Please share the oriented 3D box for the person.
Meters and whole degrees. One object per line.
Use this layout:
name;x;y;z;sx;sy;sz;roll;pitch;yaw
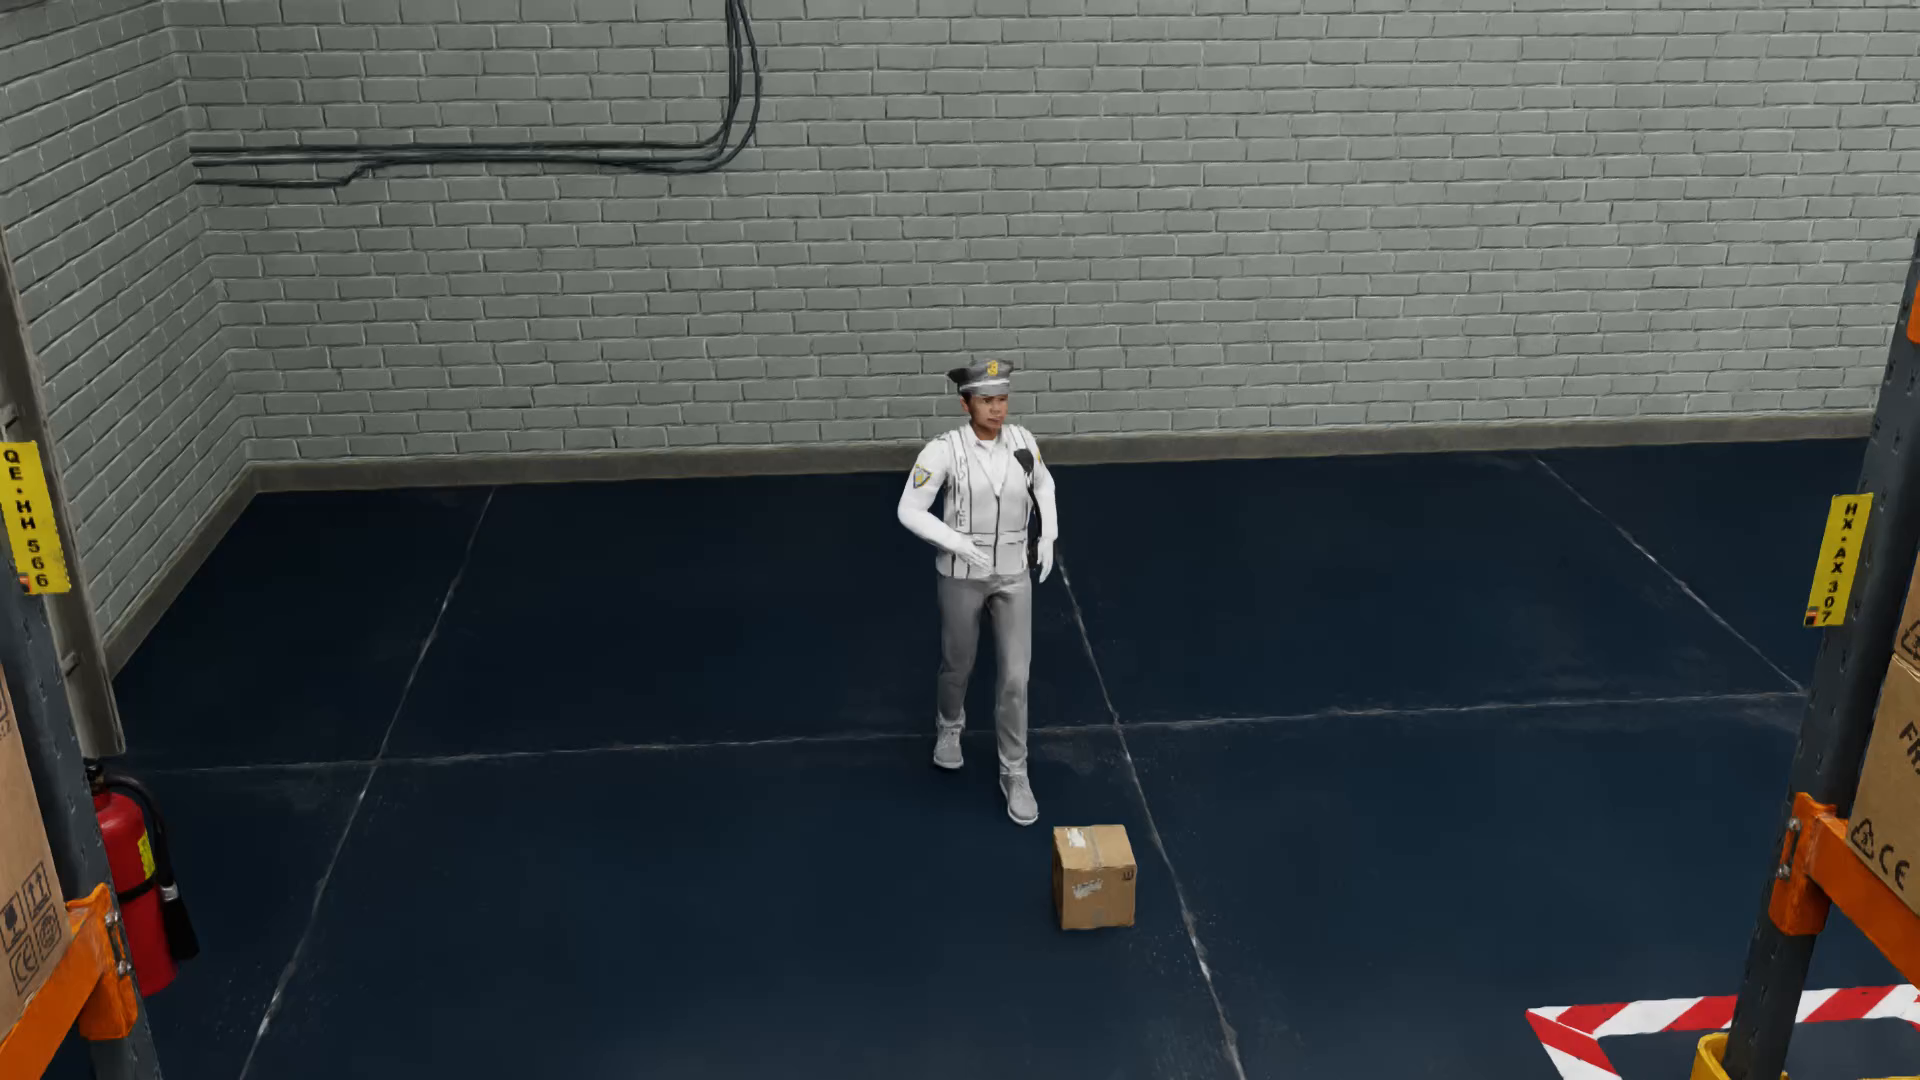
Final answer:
person;0.127;0.166;6.174;0.661;1.691;0.710;-7;25;-16
